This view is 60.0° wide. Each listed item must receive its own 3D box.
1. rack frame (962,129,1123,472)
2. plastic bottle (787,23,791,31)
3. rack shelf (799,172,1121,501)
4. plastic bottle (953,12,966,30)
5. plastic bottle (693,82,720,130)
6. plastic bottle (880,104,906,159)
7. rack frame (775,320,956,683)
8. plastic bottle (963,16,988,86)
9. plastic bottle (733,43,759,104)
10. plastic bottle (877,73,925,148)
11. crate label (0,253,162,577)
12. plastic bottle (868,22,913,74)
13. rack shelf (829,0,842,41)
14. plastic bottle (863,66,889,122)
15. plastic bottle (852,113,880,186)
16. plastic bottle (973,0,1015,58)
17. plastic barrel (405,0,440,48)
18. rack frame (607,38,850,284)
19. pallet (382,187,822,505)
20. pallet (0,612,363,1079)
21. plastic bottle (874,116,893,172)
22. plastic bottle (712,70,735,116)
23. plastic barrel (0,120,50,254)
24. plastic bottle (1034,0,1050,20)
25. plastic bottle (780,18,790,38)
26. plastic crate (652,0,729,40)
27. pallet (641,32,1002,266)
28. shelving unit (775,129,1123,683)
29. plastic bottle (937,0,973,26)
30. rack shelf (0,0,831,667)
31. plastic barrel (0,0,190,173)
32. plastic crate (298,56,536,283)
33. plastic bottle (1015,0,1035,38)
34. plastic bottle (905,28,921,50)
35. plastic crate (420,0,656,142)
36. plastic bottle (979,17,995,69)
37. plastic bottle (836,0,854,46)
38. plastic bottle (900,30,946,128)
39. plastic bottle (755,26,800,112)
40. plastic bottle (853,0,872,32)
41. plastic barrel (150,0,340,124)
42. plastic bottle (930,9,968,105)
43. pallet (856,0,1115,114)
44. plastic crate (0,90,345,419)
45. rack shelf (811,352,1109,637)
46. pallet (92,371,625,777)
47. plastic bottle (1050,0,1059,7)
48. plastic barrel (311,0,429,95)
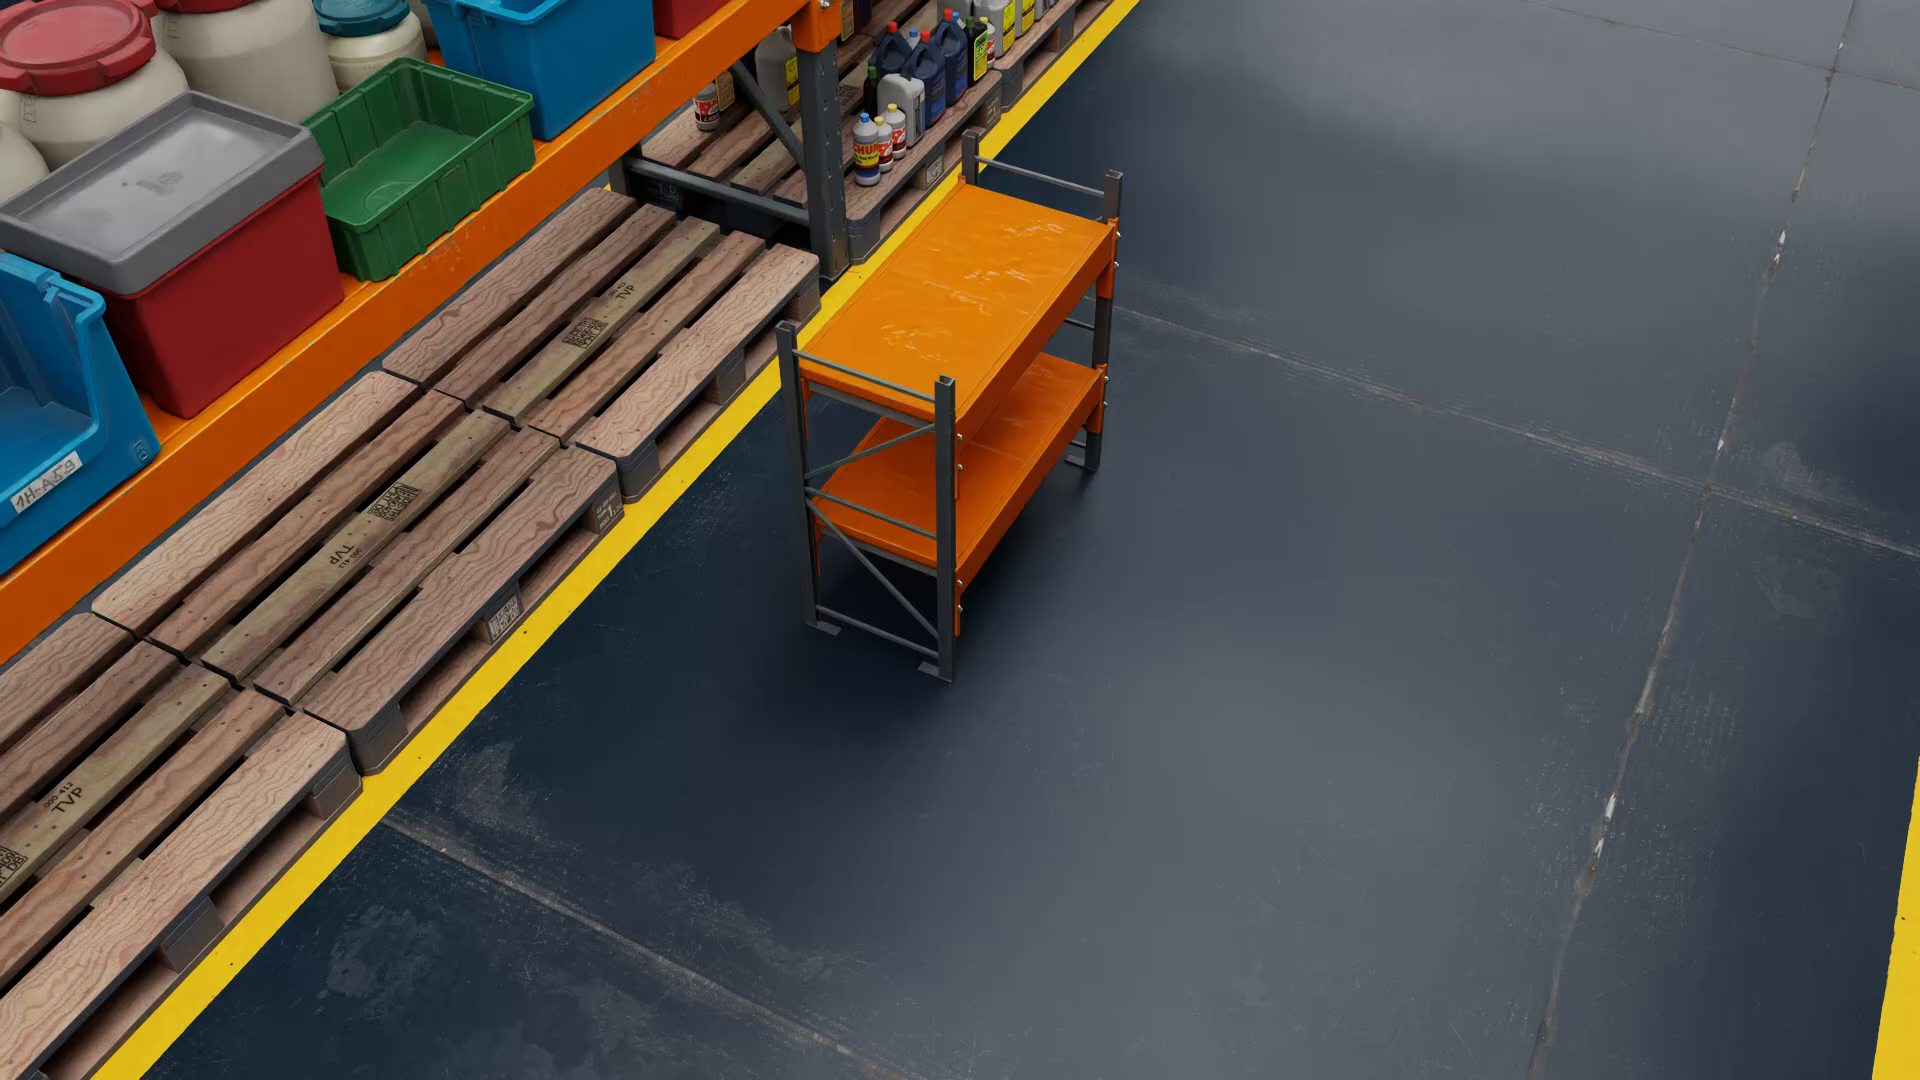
[{"bbox_3d":[0.233,-0.711,5.162,0.500,1.125,0.032,20,49,19],"label":"rack frame"},{"bbox_3d":[-0.611,-1.998,6.721,0.152,0.276,0.135,20,49,19],"label":"plastic bottle"},{"bbox_3d":[-0.003,-0.597,4.638,0.538,0.278,1.000,20,49,19],"label":"rack shelf"},{"bbox_3d":[-0.021,-2.003,6.729,0.097,0.271,0.097,0,45,0],"label":"plastic bottle"},{"bbox_3d":[-0.994,-1.714,6.493,0.097,0.201,0.097,0,45,0],"label":"plastic bottle"},{"bbox_3d":[-0.256,-1.567,6.348,0.097,0.201,0.097,0,45,0],"label":"plastic bottle"},{"bbox_3d":[-0.239,-0.071,4.529,0.500,1.125,0.032,20,49,19],"label":"rack frame"},{"bbox_3d":[0.057,-1.992,6.710,0.061,0.283,0.133,23,50,21],"label":"plastic bottle"},{"bbox_3d":[-0.842,-1.936,6.608,0.144,0.351,0.185,19,48,18],"label":"plastic bottle"},{"bbox_3d":[-0.224,-1.678,6.405,0.152,0.276,0.135,22,49,20],"label":"plastic bottle"},{"bbox_3d":[-2.042,-0.241,3.354,0.502,0.435,0.616,20,49,19],"label":"crate label"},{"bbox_3d":[-0.272,-1.854,6.527,0.144,0.351,0.185,20,49,19],"label":"plastic bottle"},{"bbox_3d":[0.042,-3.219,6.828,1.077,0.370,4.000,20,49,19],"label":"rack shelf"},{"bbox_3d":[-0.319,-1.715,6.437,0.061,0.283,0.133,20,49,19],"label":"plastic bottle"},{"bbox_3d":[-0.350,-1.463,6.196,0.097,0.271,0.097,0,45,0],"label":"plastic bottle"},{"bbox_3d":[0.141,-2.193,6.862,0.144,0.351,0.185,20,49,19],"label":"plastic bottle"},{"bbox_3d":[-1.525,-1.729,4.754,0.433,0.535,0.433,0,45,0],"label":"plastic barrel"},{"bbox_3d":[-0.886,-2.212,5.327,1.000,3.000,0.127,20,49,19],"label":"rack frame"},{"bbox_3d":[-1.216,-0.724,5.817,1.003,0.211,1.213,20,49,19],"label":"pallet"},{"bbox_3d":[-2.349,0.813,4.298,1.003,0.211,1.213,20,49,19],"label":"pallet"},{"bbox_3d":[-0.303,-1.503,6.284,0.097,0.201,0.097,0,45,0],"label":"plastic bottle"},{"bbox_3d":[-0.955,-1.824,6.544,0.061,0.283,0.133,23,50,21],"label":"plastic bottle"},{"bbox_3d":[-2.259,-0.715,3.769,0.421,0.512,0.421,0,45,0],"label":"plastic barrel"},{"bbox_3d":[0.301,-2.390,7.109,0.152,0.276,0.135,19,48,18],"label":"plastic bottle"},{"bbox_3d":[-0.753,-2.057,6.727,0.144,0.351,0.185,18,48,17],"label":"plastic bottle"},{"bbox_3d":[-0.840,-1.828,4.903,0.402,0.464,0.583,20,49,19],"label":"plastic crate"},{"bbox_3d":[-0.537,-1.641,6.723,1.003,0.211,1.213,20,49,19],"label":"pallet"},{"bbox_3d":[-0.003,-0.391,4.846,0.538,1.125,1.048,20,49,19],"label":"shelving unit"},{"bbox_3d":[-0.002,-2.200,6.921,0.152,0.276,0.135,20,49,19],"label":"plastic bottle"},{"bbox_3d":[-1.815,-0.699,4.338,1.077,0.370,4.000,20,49,19],"label":"rack shelf"},{"bbox_3d":[-2.066,-0.994,4.028,0.433,0.535,0.433,0,45,0],"label":"plastic barrel"},{"bbox_3d":[-1.445,-0.947,4.226,0.450,0.188,0.662,20,49,19],"label":"plastic crate"},{"bbox_3d":[0.227,-2.311,6.978,0.144,0.351,0.185,22,49,21],"label":"plastic bottle"},{"bbox_3d":[-0.184,-1.910,6.638,0.097,0.271,0.097,0,45,0],"label":"plastic bottle"},{"bbox_3d":[-1.123,-1.408,4.544,0.392,0.384,0.575,20,49,19],"label":"plastic crate"},{"bbox_3d":[0.096,-2.044,6.819,0.097,0.201,0.097,0,45,0],"label":"plastic bottle"},{"bbox_3d":[-0.501,-2.219,6.935,0.061,0.283,0.133,20,49,19],"label":"plastic bottle"},{"bbox_3d":[-0.144,-1.807,6.480,0.144,0.351,0.185,22,49,20],"label":"plastic bottle"},{"bbox_3d":[-0.715,-1.889,6.561,0.144,0.351,0.185,20,49,19],"label":"plastic bottle"},{"bbox_3d":[-0.430,-2.303,7.018,0.061,0.283,0.133,20,49,19],"label":"plastic bottle"},{"bbox_3d":[-1.865,-1.267,4.298,0.433,0.535,0.433,0,45,0],"label":"plastic barrel"},{"bbox_3d":[-0.056,-1.926,6.597,0.144,0.351,0.185,19,48,17],"label":"plastic bottle"},{"bbox_3d":[0.028,-2.412,7.486,1.003,0.211,1.213,20,49,19],"label":"pallet"},{"bbox_3d":[-1.722,-0.631,3.720,0.402,0.464,0.583,20,49,19],"label":"plastic crate"},{"bbox_3d":[-0.003,-0.219,5.020,0.538,0.278,1.000,20,49,19],"label":"rack shelf"},{"bbox_3d":[-1.782,0.047,5.055,1.003,0.211,1.213,20,49,19],"label":"pallet"},{"bbox_3d":[0.365,-2.477,7.195,0.152,0.276,0.135,21,49,19],"label":"plastic bottle"},{"bbox_3d":[-1.636,-1.380,4.602,0.301,0.262,0.301,0,45,0],"label":"plastic barrel"}]
